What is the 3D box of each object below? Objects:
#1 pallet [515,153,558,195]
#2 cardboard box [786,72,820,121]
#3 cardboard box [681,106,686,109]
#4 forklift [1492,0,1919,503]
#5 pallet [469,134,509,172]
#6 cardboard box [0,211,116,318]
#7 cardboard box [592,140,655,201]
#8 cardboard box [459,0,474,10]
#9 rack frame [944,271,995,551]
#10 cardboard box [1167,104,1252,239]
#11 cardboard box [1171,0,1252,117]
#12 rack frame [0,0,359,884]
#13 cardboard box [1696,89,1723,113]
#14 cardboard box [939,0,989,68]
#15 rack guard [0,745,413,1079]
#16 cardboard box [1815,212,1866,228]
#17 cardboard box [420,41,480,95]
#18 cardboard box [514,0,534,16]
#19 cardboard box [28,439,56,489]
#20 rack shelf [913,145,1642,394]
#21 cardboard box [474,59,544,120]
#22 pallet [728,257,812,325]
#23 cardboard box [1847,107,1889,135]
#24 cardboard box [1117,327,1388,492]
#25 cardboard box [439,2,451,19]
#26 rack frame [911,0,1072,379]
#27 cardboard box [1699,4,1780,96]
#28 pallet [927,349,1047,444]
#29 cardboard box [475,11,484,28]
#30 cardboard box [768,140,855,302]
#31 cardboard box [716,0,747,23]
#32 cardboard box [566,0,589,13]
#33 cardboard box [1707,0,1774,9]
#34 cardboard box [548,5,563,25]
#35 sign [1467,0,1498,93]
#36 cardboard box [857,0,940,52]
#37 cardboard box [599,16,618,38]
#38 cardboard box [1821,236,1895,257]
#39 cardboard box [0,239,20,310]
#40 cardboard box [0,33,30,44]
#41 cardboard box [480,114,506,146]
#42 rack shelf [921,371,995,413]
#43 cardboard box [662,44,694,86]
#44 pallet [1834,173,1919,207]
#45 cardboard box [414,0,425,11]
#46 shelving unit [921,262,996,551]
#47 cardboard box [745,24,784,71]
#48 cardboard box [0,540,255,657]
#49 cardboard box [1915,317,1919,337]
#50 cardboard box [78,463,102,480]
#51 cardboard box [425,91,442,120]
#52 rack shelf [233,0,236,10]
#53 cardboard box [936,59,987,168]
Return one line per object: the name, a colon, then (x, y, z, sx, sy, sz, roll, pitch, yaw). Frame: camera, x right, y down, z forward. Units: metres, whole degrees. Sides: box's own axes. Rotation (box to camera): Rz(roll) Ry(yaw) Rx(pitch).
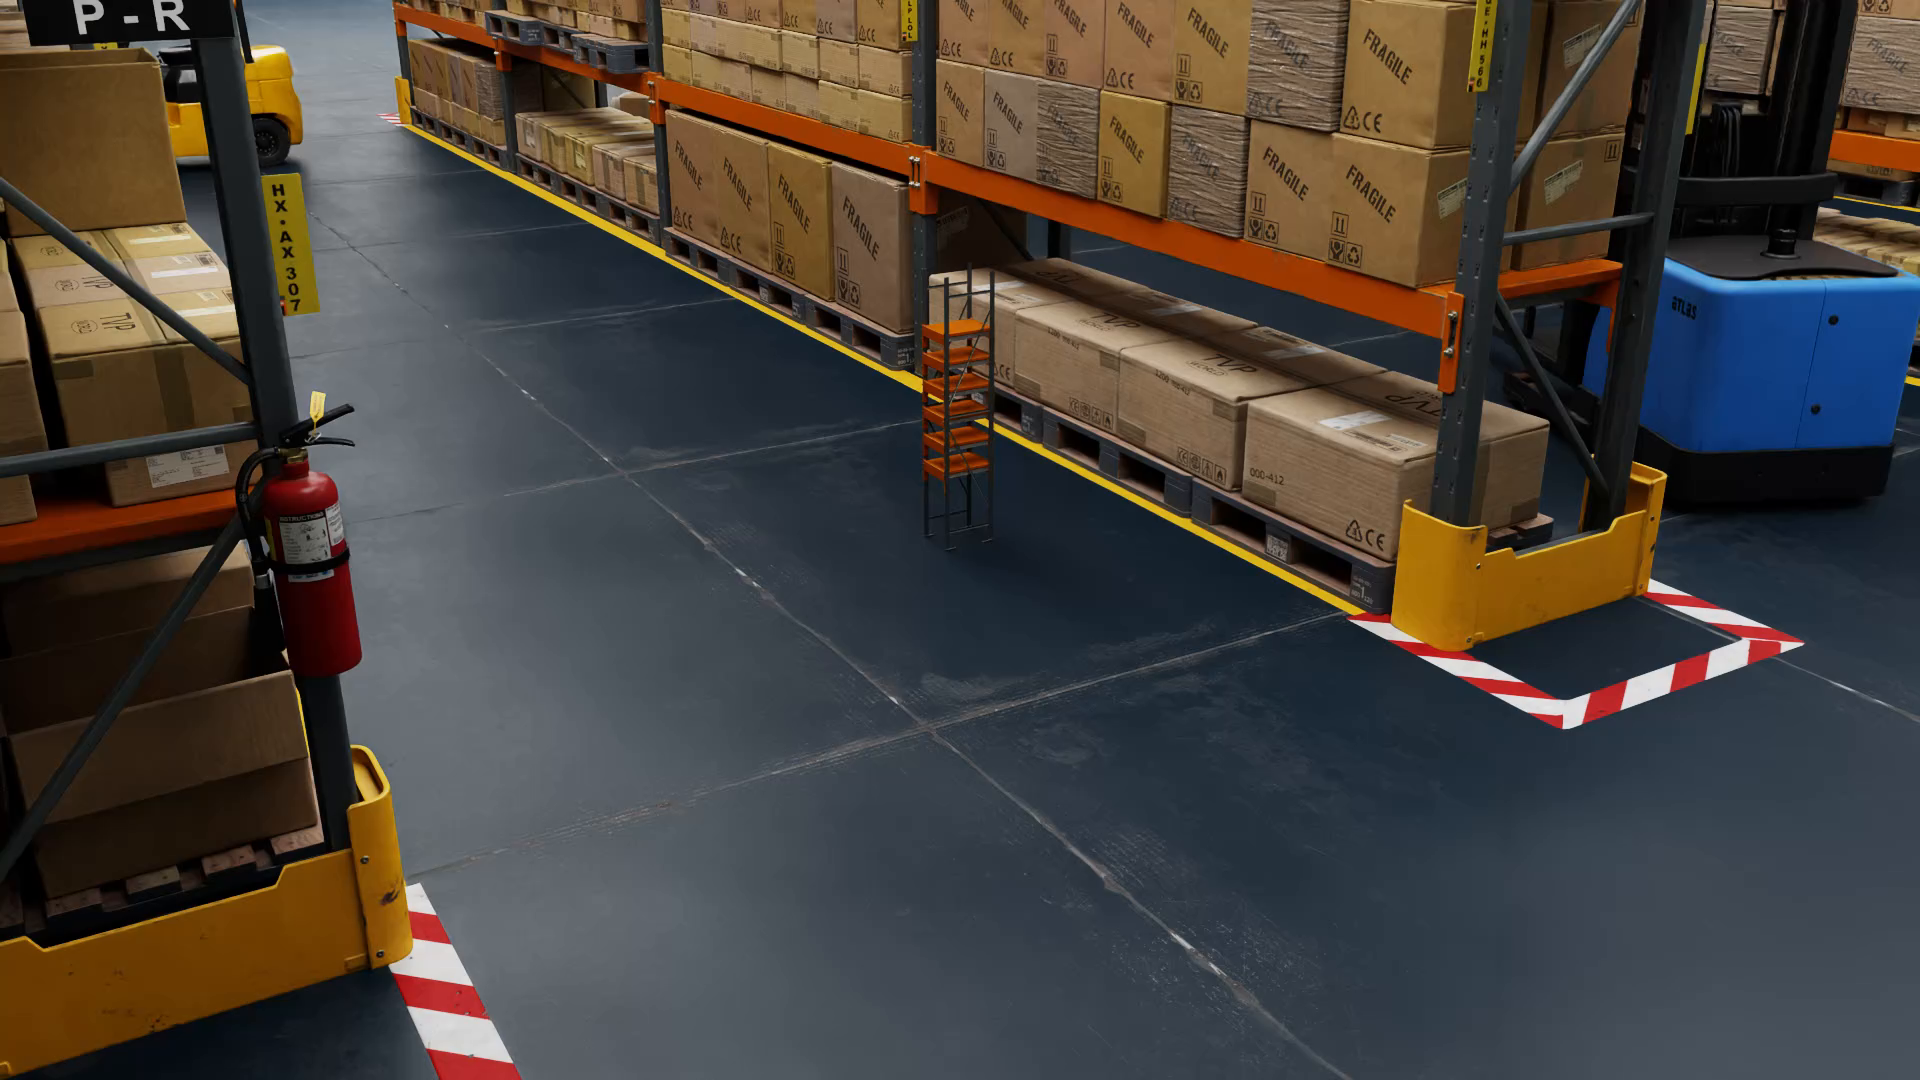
pallet: (-3.492, -3.474, 15.578, 1.003, 0.211, 1.213, -13, 25, -28)
cardboard box: (-0.751, -2.787, 10.384, 0.500, 0.250, 0.500, -13, 26, -30)
cardboard box: (-2.860, -5.074, 19.127, 0.637, 0.503, 0.797, 8, 23, 18)
forklift: (3.608, -2.043, 8.445, 1.130, 2.935, 3.031, -2, 22, -5)
pallet: (-4.264, -3.936, 16.715, 1.003, 0.211, 1.213, -13, 25, -28)
cardboard box: (-2.825, -0.932, 5.425, 0.500, 0.250, 0.500, -13, 26, -30)
cardboard box: (-2.511, -3.122, 13.941, 0.950, 0.372, 0.625, -13, 26, -29)
cardboard box: (-4.600, -5.463, 16.240, 0.500, 0.500, 0.500, -12, 25, -26)
rack frame: (0.039, -0.531, 7.024, 0.240, 1.200, 0.006, -13, 25, -28)
cardboard box: (1.251, -1.615, 7.167, 0.500, 0.500, 0.500, -12, 25, -27)
cardboard box: (1.246, -2.077, 6.977, 0.500, 0.500, 0.500, -13, 25, -29)
rack frame: (-2.026, -0.177, 3.763, 1.000, 3.000, 0.127, -13, 25, -28)
cardboard box: (4.847, -2.813, 10.582, 0.380, 0.149, 0.250, -12, 25, -27)
cardboard box: (0.231, -2.737, 8.600, 0.500, 0.500, 0.500, -12, 25, -28)
rack guard: (-2.065, 0.956, 4.295, 1.175, 0.500, 0.348, -13, 25, -28)
cardboard box: (5.567, -1.987, 10.656, 0.380, 0.149, 0.250, -13, 25, -28)
cardboard box: (-5.476, -5.090, 17.949, 0.500, 0.500, 0.500, -14, 26, -30)
cardboard box: (-3.760, -4.773, 14.848, 0.380, 0.149, 0.250, -12, 25, -27)
cardboard box: (-2.503, -0.210, 4.179, 0.380, 0.149, 0.250, -12, 25, -27)
rack shelf: (1.217, -1.447, 7.844, 1.077, 0.370, 4.000, -13, 25, -28)
cardboard box: (-4.424, -4.426, 16.314, 0.500, 0.500, 0.500, -13, 25, -29)
pallet: (-0.890, -1.767, 11.378, 1.003, 0.211, 1.213, -13, 25, -28)
cardboard box: (5.451, -2.487, 9.779, 0.380, 0.149, 0.250, -14, 26, -30)
cardboard box: (1.341, -0.630, 7.722, 0.875, 0.438, 0.875, -12, 25, -27)
cardboard box: (-5.106, -5.440, 17.045, 0.380, 0.149, 0.250, -12, 25, -28)
rack frame: (0.196, -2.428, 9.301, 1.000, 3.000, 0.127, -13, 25, -28)
cardboard box: (4.921, -3.059, 10.326, 0.500, 0.500, 0.500, -13, 26, -29)
pallet: (0.517, -0.875, 9.183, 1.003, 0.211, 1.213, -13, 25, -28)
cardboard box: (-4.450, -5.026, 16.027, 0.380, 0.149, 0.250, -12, 25, -27)
cardboard box: (-0.658, -2.114, 10.794, 0.875, 0.875, 0.875, -12, 25, -27)
cardboard box: (-1.293, -3.696, 10.961, 0.500, 0.500, 0.500, -12, 25, -27)
cardboard box: (-2.851, -4.523, 13.371, 0.500, 0.500, 0.500, -15, 26, -32)
cardboard box: (4.929, -3.533, 10.165, 0.500, 0.500, 0.500, -12, 25, -27)
cardboard box: (-3.238, -4.429, 14.000, 0.380, 0.149, 0.250, -12, 25, -26)
sign: (1.766, -1.679, 5.607, 0.100, 0.325, 0.005, -13, 25, -28)
cardboard box: (-0.248, -3.034, 9.331, 0.500, 0.500, 0.500, -12, 25, -27)
cardboard box: (-2.584, -4.007, 12.963, 0.380, 0.149, 0.250, -13, 25, -29)
cardboard box: (5.371, -1.714, 9.983, 0.380, 0.149, 0.250, -12, 25, -26)
cardboard box: (-3.001, -0.672, 4.784, 0.500, 0.250, 0.500, -12, 25, -27)
cardboard box: (-4.389, -2.080, 7.755, 0.700, 0.500, 0.500, -12, 25, -28)
cardboard box: (-4.424, -4.078, 16.455, 0.500, 0.250, 0.500, -11, 25, -26)
rack shelf: (-0.007, -0.631, 7.069, 0.258, 0.103, 0.180, -13, 25, -28)
cardboard box: (-1.814, -3.446, 12.006, 0.500, 0.250, 0.500, -13, 26, -29)
pallet: (8.256, -3.277, 15.094, 1.003, 0.211, 1.213, -13, 25, -28)
cardboard box: (-5.641, -5.775, 17.869, 0.380, 0.149, 0.250, -12, 25, -27)
shelving unit: (-0.007, -0.561, 7.097, 0.258, 1.200, 0.189, -13, 25, -28)
cardboard box: (-1.046, -3.175, 10.675, 0.500, 0.250, 0.500, -12, 25, -27)
cardboard box: (-2.660, 0.286, 5.386, 0.700, 0.500, 0.500, -11, 25, -26)
cardboard box: (5.715, -1.288, 9.725, 0.380, 0.149, 0.250, -13, 25, -28)
cardboard box: (-2.128, -0.293, 4.383, 0.380, 0.149, 0.250, -12, 25, -27)
cardboard box: (-5.505, -4.752, 18.113, 0.500, 0.250, 0.500, -12, 25, -26)
rack shelf: (-3.048, -1.881, 4.927, 1.077, 0.370, 4.000, -13, 25, -28)
cardboard box: (0.210, -2.272, 8.784, 0.500, 0.500, 0.500, -12, 25, -27)
